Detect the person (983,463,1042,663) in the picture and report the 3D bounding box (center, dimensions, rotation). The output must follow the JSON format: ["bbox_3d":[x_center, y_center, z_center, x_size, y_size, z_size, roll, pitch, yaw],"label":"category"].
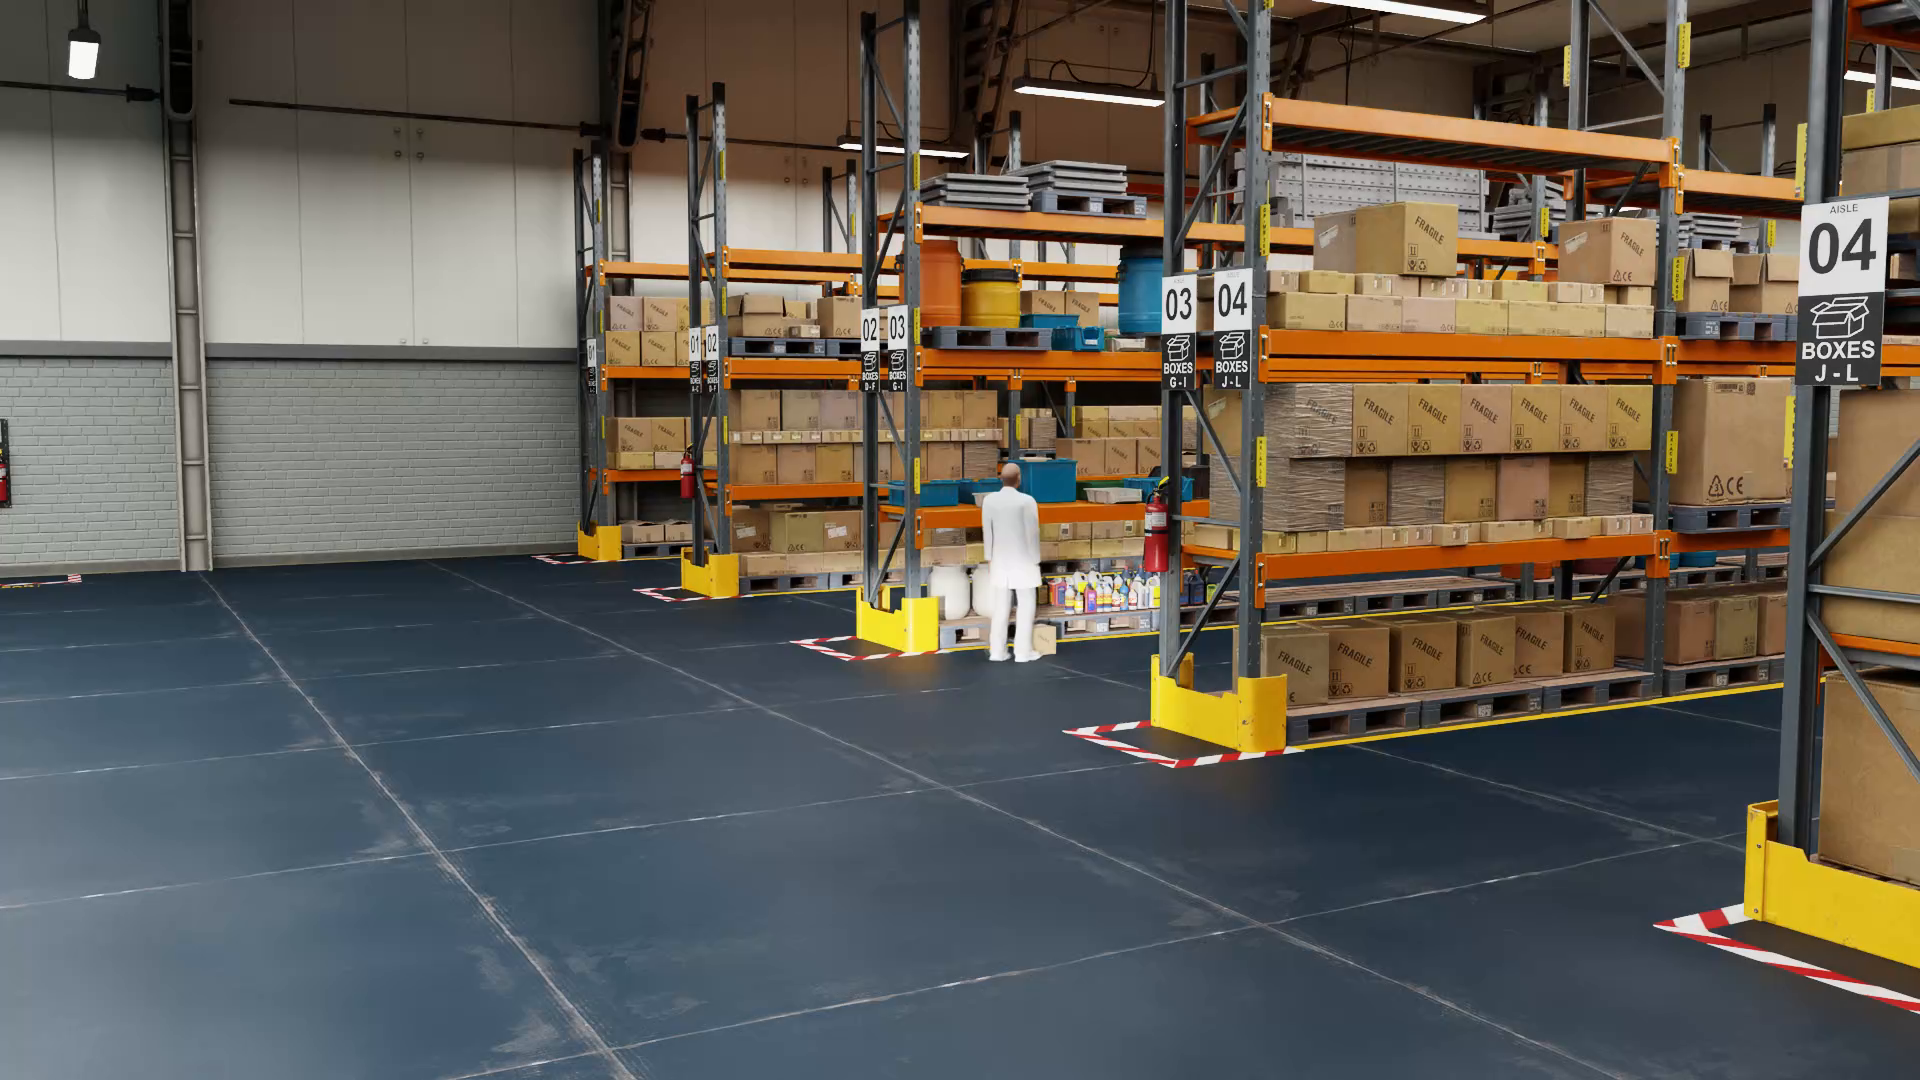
[{"bbox_3d":[0.472,0.211,14.909,0.563,1.804,0.413,3,6,30],"label":"person"}]
